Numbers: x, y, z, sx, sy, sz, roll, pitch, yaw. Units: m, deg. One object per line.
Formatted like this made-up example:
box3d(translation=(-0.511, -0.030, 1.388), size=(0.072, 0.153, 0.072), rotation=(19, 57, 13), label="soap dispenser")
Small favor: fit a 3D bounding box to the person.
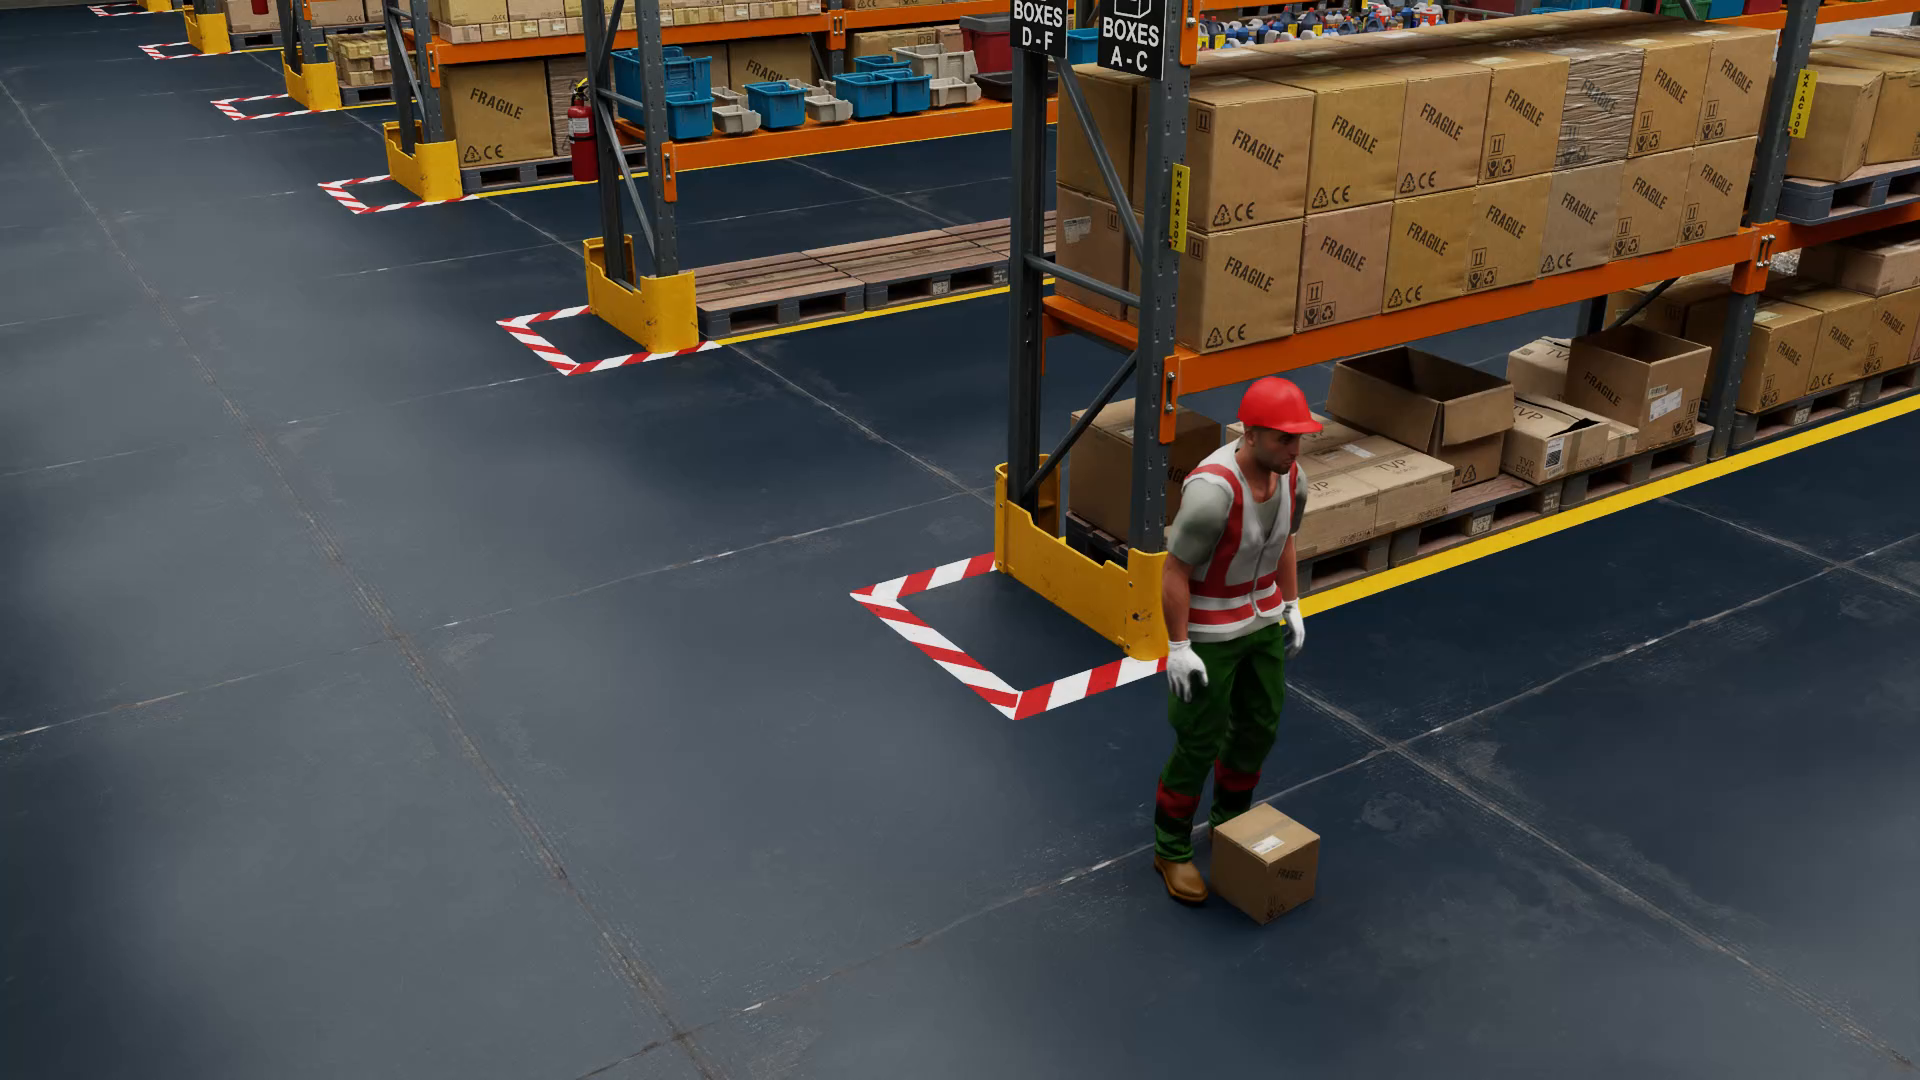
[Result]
box3d(translation=(0.902, 0.307, 5.428), size=(0.611, 1.778, 0.451), rotation=(-17, 30, -33), label="person")
